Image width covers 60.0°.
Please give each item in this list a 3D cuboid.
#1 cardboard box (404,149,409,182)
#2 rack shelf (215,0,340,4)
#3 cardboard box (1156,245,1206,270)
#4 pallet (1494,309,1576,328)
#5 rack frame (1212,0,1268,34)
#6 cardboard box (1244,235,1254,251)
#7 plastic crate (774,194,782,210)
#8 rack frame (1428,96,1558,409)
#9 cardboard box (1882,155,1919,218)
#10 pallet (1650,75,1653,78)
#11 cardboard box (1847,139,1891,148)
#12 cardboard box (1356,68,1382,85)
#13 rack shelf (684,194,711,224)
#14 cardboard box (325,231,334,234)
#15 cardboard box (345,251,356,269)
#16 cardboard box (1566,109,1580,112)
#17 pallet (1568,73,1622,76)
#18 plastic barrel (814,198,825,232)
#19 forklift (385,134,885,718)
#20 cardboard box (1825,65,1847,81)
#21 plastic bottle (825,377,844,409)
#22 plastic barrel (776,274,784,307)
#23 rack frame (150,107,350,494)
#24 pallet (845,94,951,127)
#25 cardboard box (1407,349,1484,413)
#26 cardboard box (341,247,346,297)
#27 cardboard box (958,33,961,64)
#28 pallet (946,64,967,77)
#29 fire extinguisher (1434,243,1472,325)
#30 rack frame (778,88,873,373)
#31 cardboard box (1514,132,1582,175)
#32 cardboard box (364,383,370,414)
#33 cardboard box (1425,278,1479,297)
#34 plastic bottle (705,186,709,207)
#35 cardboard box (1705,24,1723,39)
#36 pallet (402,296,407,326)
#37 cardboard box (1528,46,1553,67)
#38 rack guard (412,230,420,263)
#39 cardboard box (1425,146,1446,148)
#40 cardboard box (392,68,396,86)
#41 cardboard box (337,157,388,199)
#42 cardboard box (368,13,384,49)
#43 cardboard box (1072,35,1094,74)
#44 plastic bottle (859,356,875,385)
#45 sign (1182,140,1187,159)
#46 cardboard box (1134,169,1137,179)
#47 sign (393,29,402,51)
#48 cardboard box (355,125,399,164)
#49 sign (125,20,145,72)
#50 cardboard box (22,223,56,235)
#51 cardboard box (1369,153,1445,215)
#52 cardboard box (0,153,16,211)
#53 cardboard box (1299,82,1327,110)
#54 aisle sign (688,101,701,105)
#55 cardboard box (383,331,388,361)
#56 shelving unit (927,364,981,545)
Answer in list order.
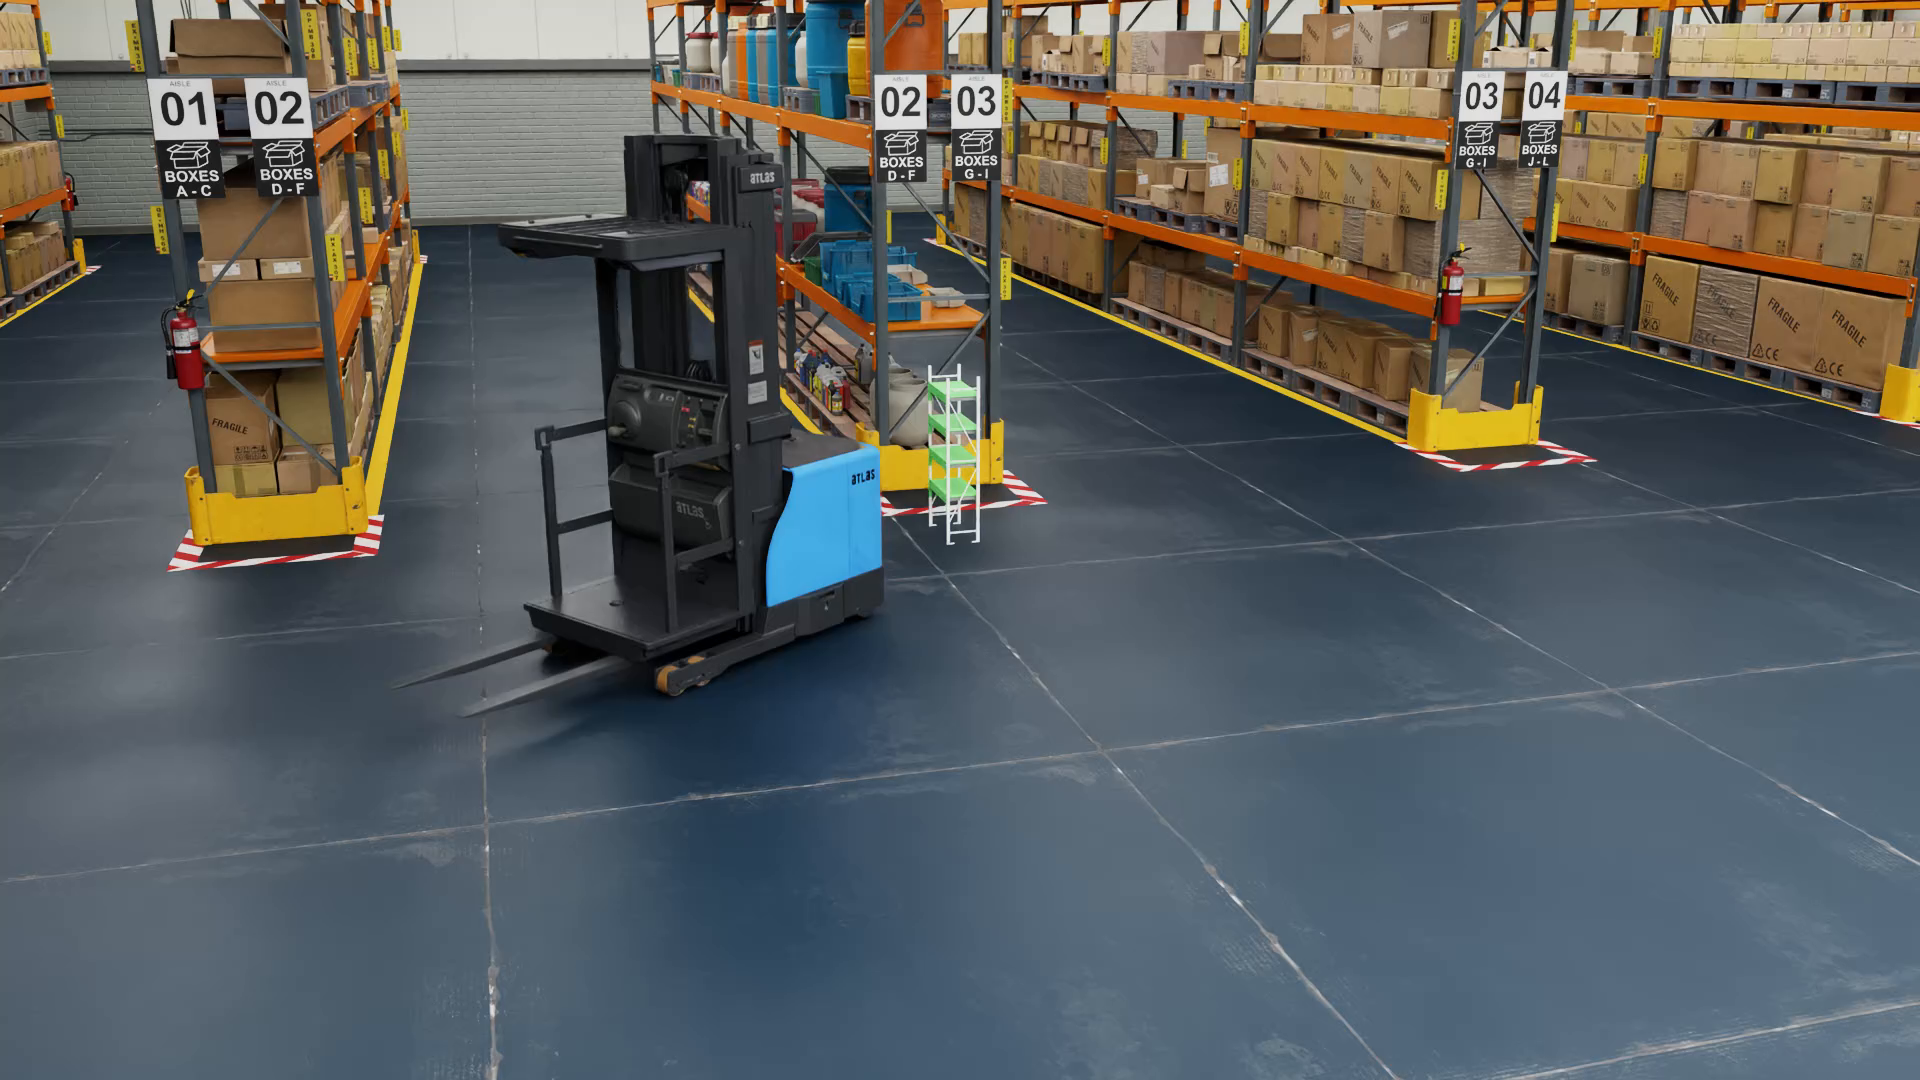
[{"bbox_3d":[-8.952,-5.865,26.089,0.500,0.500,0.500,-4,17,-14],"label":"cardboard box"},{"bbox_3d":[-5.490,-4.384,12.851,1.077,0.370,4.000,-5,17,-15],"label":"rack shelf"},{"bbox_3d":[2.756,-3.533,20.775,0.500,0.250,0.500,-3,17,-9],"label":"cardboard box"},{"bbox_3d":[7.660,-2.957,21.428,1.003,0.211,1.213,-5,17,-15],"label":"pallet"},{"bbox_3d":[4.986,-9.939,29.398,1.000,3.000,0.127,-5,17,-15],"label":"rack frame"},{"bbox_3d":[3.257,-3.179,17.757,0.380,0.149,0.250,-5,17,-15],"label":"cardboard box"},{"bbox_3d":[-2.225,-3.657,18.800,0.402,0.464,0.583,-5,17,-15],"label":"plastic crate"},{"bbox_3d":[4.586,-2.276,14.315,1.000,3.000,0.127,-5,17,-15],"label":"rack frame"},{"bbox_3d":[9.318,-3.335,15.702,0.875,0.550,0.550,-5,17,-15],"label":"cardboard box"},{"bbox_3d":[11.378,-7.101,25.493,1.003,0.211,1.213,-4,17,-13],"label":"pallet"},{"bbox_3d":[12.249,-5.092,22.269,0.500,0.500,0.500,-5,18,-17],"label":"cardboard box"},{"bbox_3d":[3.859,-4.244,15.221,0.380,0.149,0.250,-6,18,-18],"label":"cardboard box"},{"bbox_3d":[-2.925,-4.306,22.323,1.077,0.370,4.000,-5,17,-15],"label":"rack shelf"},{"bbox_3d":[-5.262,-2.403,13.437,0.380,0.149,0.250,-5,17,-15],"label":"cardboard box"},{"bbox_3d":[-6.086,-2.741,16.300,0.380,0.149,0.250,-5,17,-15],"label":"cardboard box"},{"bbox_3d":[10.426,-7.276,27.922,0.380,0.149,0.250,-5,17,-16],"label":"cardboard box"},{"bbox_3d":[10.602,-8.000,28.311,1.003,0.211,1.213,-5,17,-15],"label":"pallet"},{"bbox_3d":[-1.328,-3.338,17.614,0.433,0.535,0.433,0,17,0],"label":"plastic barrel"},{"bbox_3d":[-1.786,-0.709,9.218,1.130,2.935,3.031,13,21,37],"label":"forklift"},{"bbox_3d":[8.686,-4.552,16.212,0.380,0.149,0.250,-5,17,-16],"label":"cardboard box"},{"bbox_3d":[-1.146,-1.336,15.155,0.152,0.276,0.135,-5,17,-15],"label":"plastic bottle"},{"bbox_3d":[-2.526,-3.393,21.076,0.600,0.830,0.708,-5,17,-15],"label":"plastic barrel"},{"bbox_3d":[-4.940,-1.494,11.711,1.000,3.000,0.127,-5,17,-15],"label":"rack frame"},{"bbox_3d":[-0.310,-3.467,13.394,1.003,0.211,1.213,-5,17,-15],"label":"pallet"},{"bbox_3d":[4.430,-1.454,15.193,0.500,0.500,0.500,-1,17,-5],"label":"cardboard box"},{"bbox_3d":[-5.760,-2.380,14.489,0.700,0.500,0.500,-5,17,-16],"label":"cardboard box"},{"bbox_3d":[0.383,-8.296,28.063,0.700,0.500,0.500,-6,18,-19],"label":"cardboard box"},{"bbox_3d":[0.403,-7.891,27.949,1.003,0.211,1.213,-5,17,-15],"label":"pallet"},{"bbox_3d":[4.174,-2.171,14.099,0.296,0.674,0.183,-5,17,-15],"label":"fire extinguisher"},{"bbox_3d":[-1.276,-2.991,16.695,1.000,3.000,0.127,-5,17,-15],"label":"rack frame"},{"bbox_3d":[7.581,-4.973,21.383,0.700,0.500,0.500,-5,17,-16],"label":"cardboard box"},{"bbox_3d":[-5.574,-1.234,14.897,0.500,0.250,0.500,-5,17,-15],"label":"cardboard box"},{"bbox_3d":[4.309,-2.218,14.559,0.380,0.149,0.250,-5,17,-15],"label":"cardboard box"},{"bbox_3d":[-3.363,-4.602,22.284,0.097,0.271,0.097,0,17,0],"label":"plastic bottle"},{"bbox_3d":[8.197,-5.426,17.733,0.380,0.149,0.250,-5,17,-16],"label":"cardboard box"},{"bbox_3d":[-7.639,-2.917,21.298,1.003,0.211,1.213,-5,17,-15],"label":"pallet"},{"bbox_3d":[7.450,-5.998,20.742,0.500,0.311,0.500,-5,17,-16],"label":"cardboard box"},{"bbox_3d":[-9.316,-4.701,26.734,1.175,0.500,0.348,-5,17,-15],"label":"rack guard"},{"bbox_3d":[6.955,-5.652,24.227,0.380,0.149,0.250,-4,17,-13],"label":"cardboard box"},{"bbox_3d":[-8.666,-6.887,24.711,0.500,0.250,0.500,-5,17,-15],"label":"cardboard box"},{"bbox_3d":[-7.693,-4.578,21.076,0.700,0.500,0.500,-10,19,-29],"label":"cardboard box"},{"bbox_3d":[-8.409,-7.057,23.107,0.700,0.500,0.500,-5,17,-15],"label":"cardboard box"},{"bbox_3d":[1.829,-6.569,22.490,0.500,0.500,0.500,-4,17,-12],"label":"cardboard box"},{"bbox_3d":[-0.904,-1.670,16.267,0.152,0.276,0.135,-5,17,-15],"label":"plastic bottle"},{"bbox_3d":[2.907,-5.051,21.678,0.100,0.325,0.005,-5,17,-15],"label":"sign"},{"bbox_3d":[2.515,-4.693,22.186,0.500,0.500,0.500,-4,17,-14],"label":"cardboard box"},{"bbox_3d":[-8.798,-7.818,26.013,0.100,0.325,0.005,-5,17,-15],"label":"sign"},{"bbox_3d":[-8.097,-5.492,23.111,0.500,0.500,0.500,-4,17,-14],"label":"cardboard box"},{"bbox_3d":[-5.466,-3.277,11.033,0.100,0.325,0.005,-5,17,-15],"label":"sign"},{"bbox_3d":[-13.529,-4.564,24.419,0.380,0.149,0.250,-4,17,-14],"label":"cardboard box"},{"bbox_3d":[4.054,-3.216,15.014,0.500,0.500,0.500,-5,17,-15],"label":"cardboard box"},{"bbox_3d":[-13.133,-4.715,21.915,0.980,0.700,0.700,-4,17,-14],"label":"cardboard box"},{"bbox_3d":[3.641,-4.318,16.160,0.500,0.250,0.500,-5,18,-17],"label":"cardboard box"},{"bbox_3d":[-4.312,-7.598,27.514,0.394,0.787,0.004,-5,17,-15],"label":"aisle sign"},{"bbox_3d":[-6.335,-2.041,17.582,0.500,0.250,0.500,-4,17,-14],"label":"cardboard box"},{"bbox_3d":[-0.045,-0.620,11.932,0.258,1.200,0.503,-5,17,-15],"label":"shelving unit"}]
